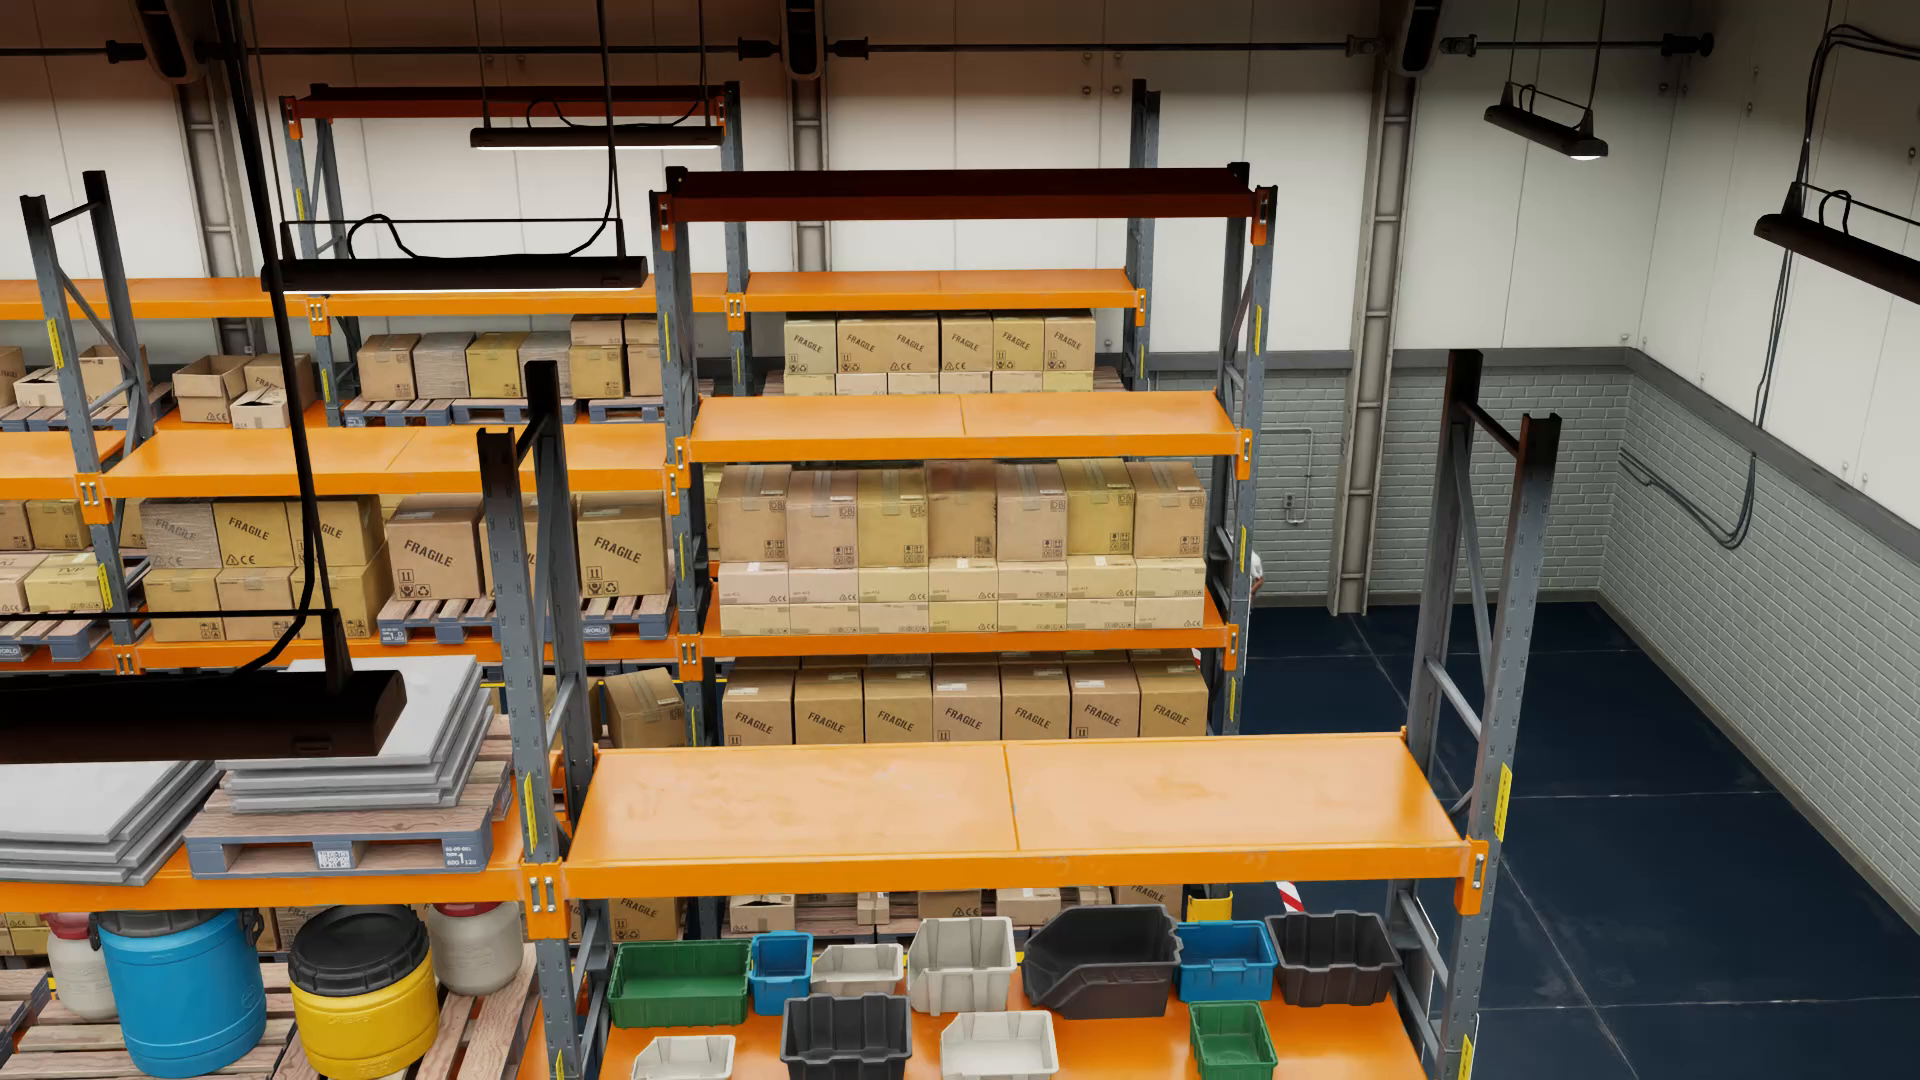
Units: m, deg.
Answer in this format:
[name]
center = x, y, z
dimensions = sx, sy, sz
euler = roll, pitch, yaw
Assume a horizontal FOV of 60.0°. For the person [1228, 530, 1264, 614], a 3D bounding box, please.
[person]
center = 2.874, 0.611, 17.471
dimensions = 0.544, 1.706, 0.850
euler = 0, 22, 0
